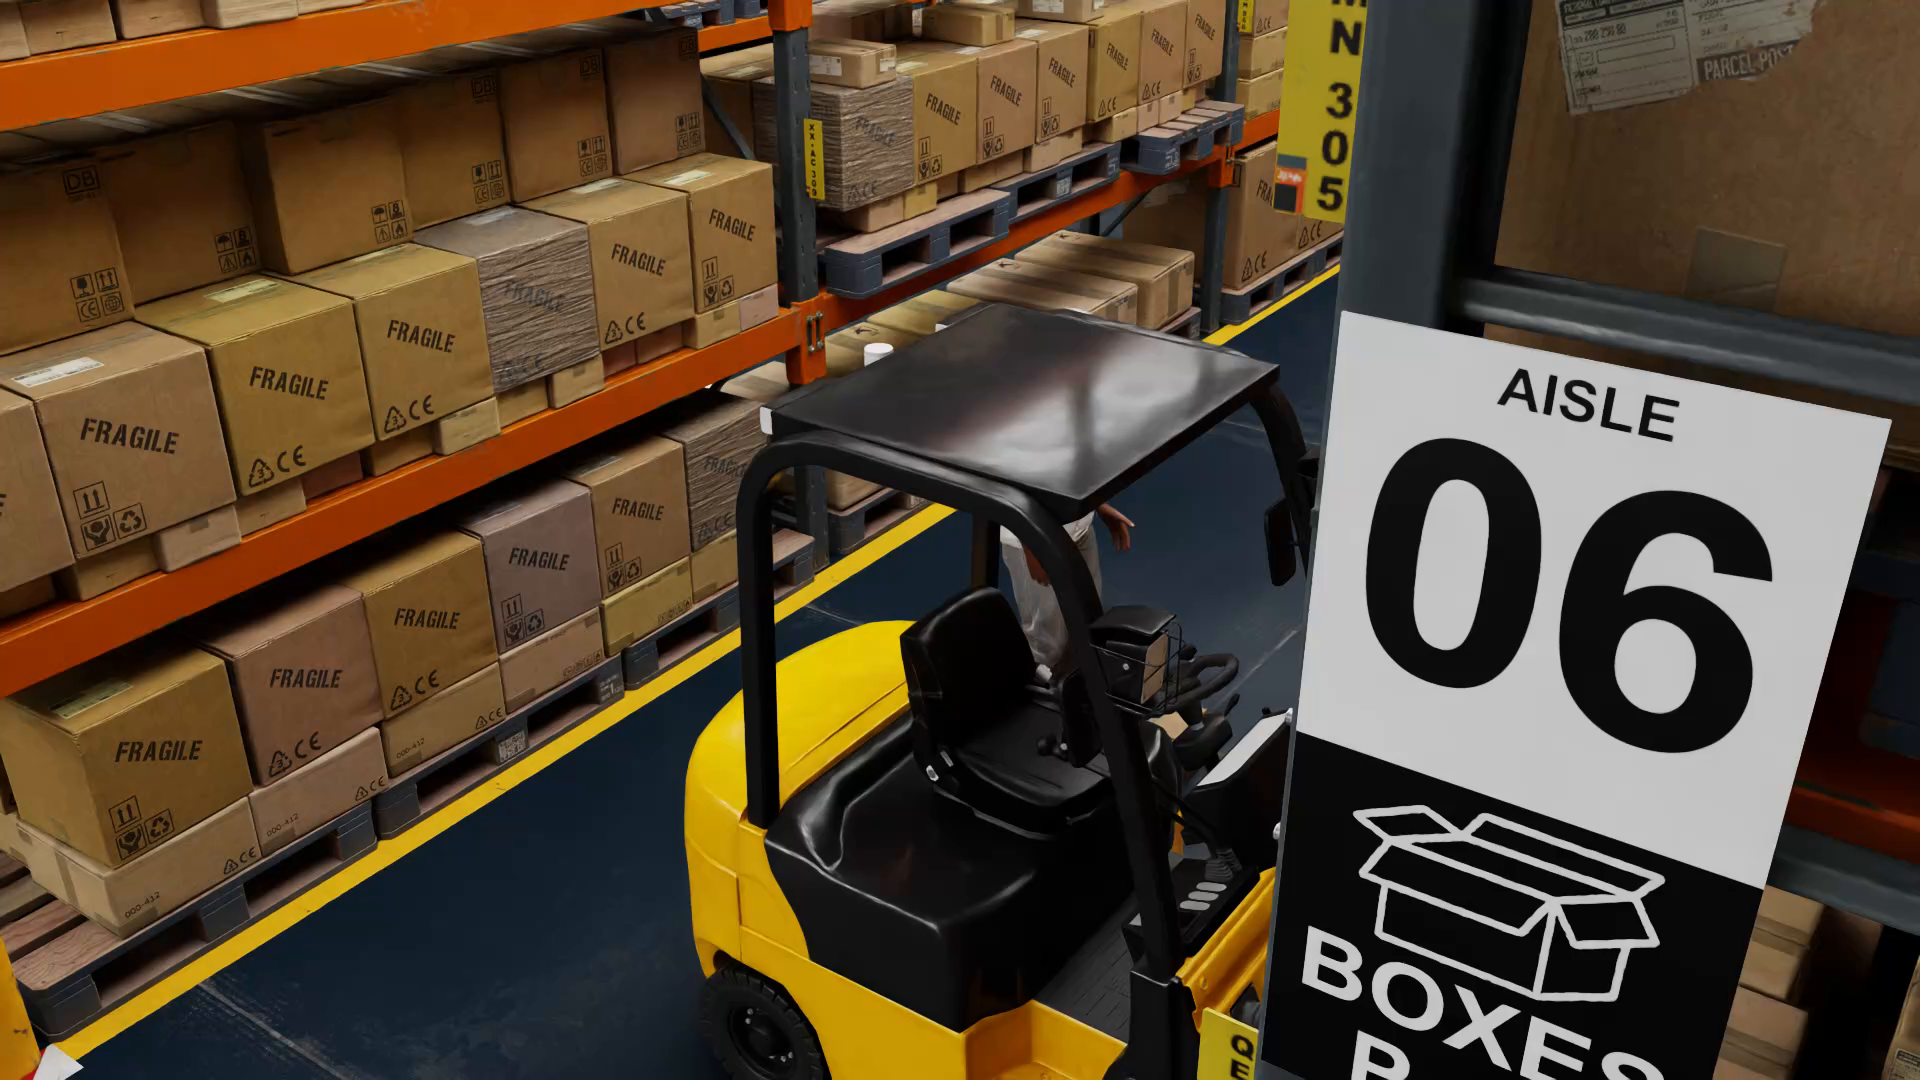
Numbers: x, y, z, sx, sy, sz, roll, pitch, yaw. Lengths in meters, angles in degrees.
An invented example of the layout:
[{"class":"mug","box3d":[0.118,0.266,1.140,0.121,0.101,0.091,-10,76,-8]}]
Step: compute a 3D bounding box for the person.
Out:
[{"class":"person","box3d":[0.371,-0.028,6.193,0.437,1.725,0.588,18,32,32]}]
